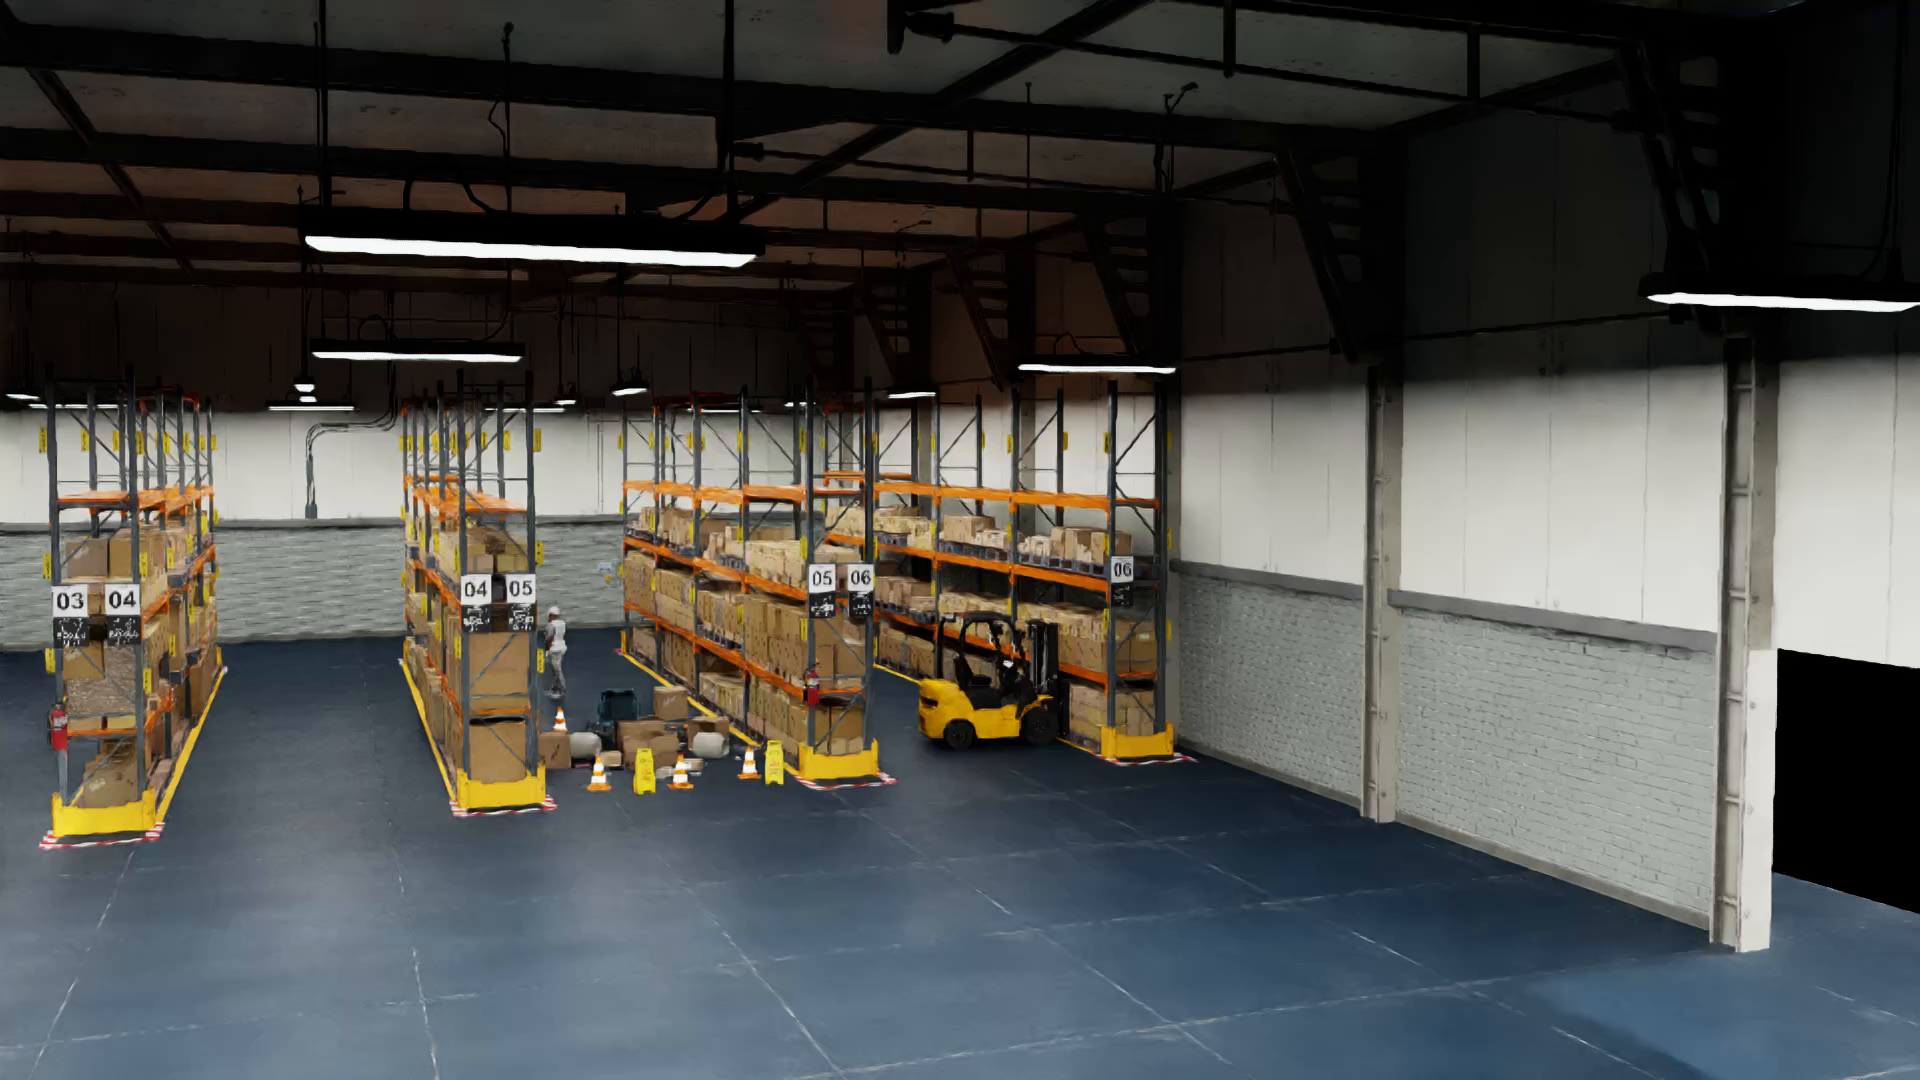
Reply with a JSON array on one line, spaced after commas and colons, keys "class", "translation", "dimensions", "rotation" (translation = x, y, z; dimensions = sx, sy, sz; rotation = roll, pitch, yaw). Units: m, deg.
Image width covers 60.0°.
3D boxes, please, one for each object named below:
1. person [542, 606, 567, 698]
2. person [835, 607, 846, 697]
[{"class": "person", "translation": [-7.982, 2.185, 32.676], "dimensions": [0.583, 1.782, 0.665], "rotation": [1, 3, 9]}, {"class": "person", "translation": [-2.476, 2.194, 32.505], "dimensions": [0.577, 1.785, 0.655], "rotation": [1, 3, 9]}]
